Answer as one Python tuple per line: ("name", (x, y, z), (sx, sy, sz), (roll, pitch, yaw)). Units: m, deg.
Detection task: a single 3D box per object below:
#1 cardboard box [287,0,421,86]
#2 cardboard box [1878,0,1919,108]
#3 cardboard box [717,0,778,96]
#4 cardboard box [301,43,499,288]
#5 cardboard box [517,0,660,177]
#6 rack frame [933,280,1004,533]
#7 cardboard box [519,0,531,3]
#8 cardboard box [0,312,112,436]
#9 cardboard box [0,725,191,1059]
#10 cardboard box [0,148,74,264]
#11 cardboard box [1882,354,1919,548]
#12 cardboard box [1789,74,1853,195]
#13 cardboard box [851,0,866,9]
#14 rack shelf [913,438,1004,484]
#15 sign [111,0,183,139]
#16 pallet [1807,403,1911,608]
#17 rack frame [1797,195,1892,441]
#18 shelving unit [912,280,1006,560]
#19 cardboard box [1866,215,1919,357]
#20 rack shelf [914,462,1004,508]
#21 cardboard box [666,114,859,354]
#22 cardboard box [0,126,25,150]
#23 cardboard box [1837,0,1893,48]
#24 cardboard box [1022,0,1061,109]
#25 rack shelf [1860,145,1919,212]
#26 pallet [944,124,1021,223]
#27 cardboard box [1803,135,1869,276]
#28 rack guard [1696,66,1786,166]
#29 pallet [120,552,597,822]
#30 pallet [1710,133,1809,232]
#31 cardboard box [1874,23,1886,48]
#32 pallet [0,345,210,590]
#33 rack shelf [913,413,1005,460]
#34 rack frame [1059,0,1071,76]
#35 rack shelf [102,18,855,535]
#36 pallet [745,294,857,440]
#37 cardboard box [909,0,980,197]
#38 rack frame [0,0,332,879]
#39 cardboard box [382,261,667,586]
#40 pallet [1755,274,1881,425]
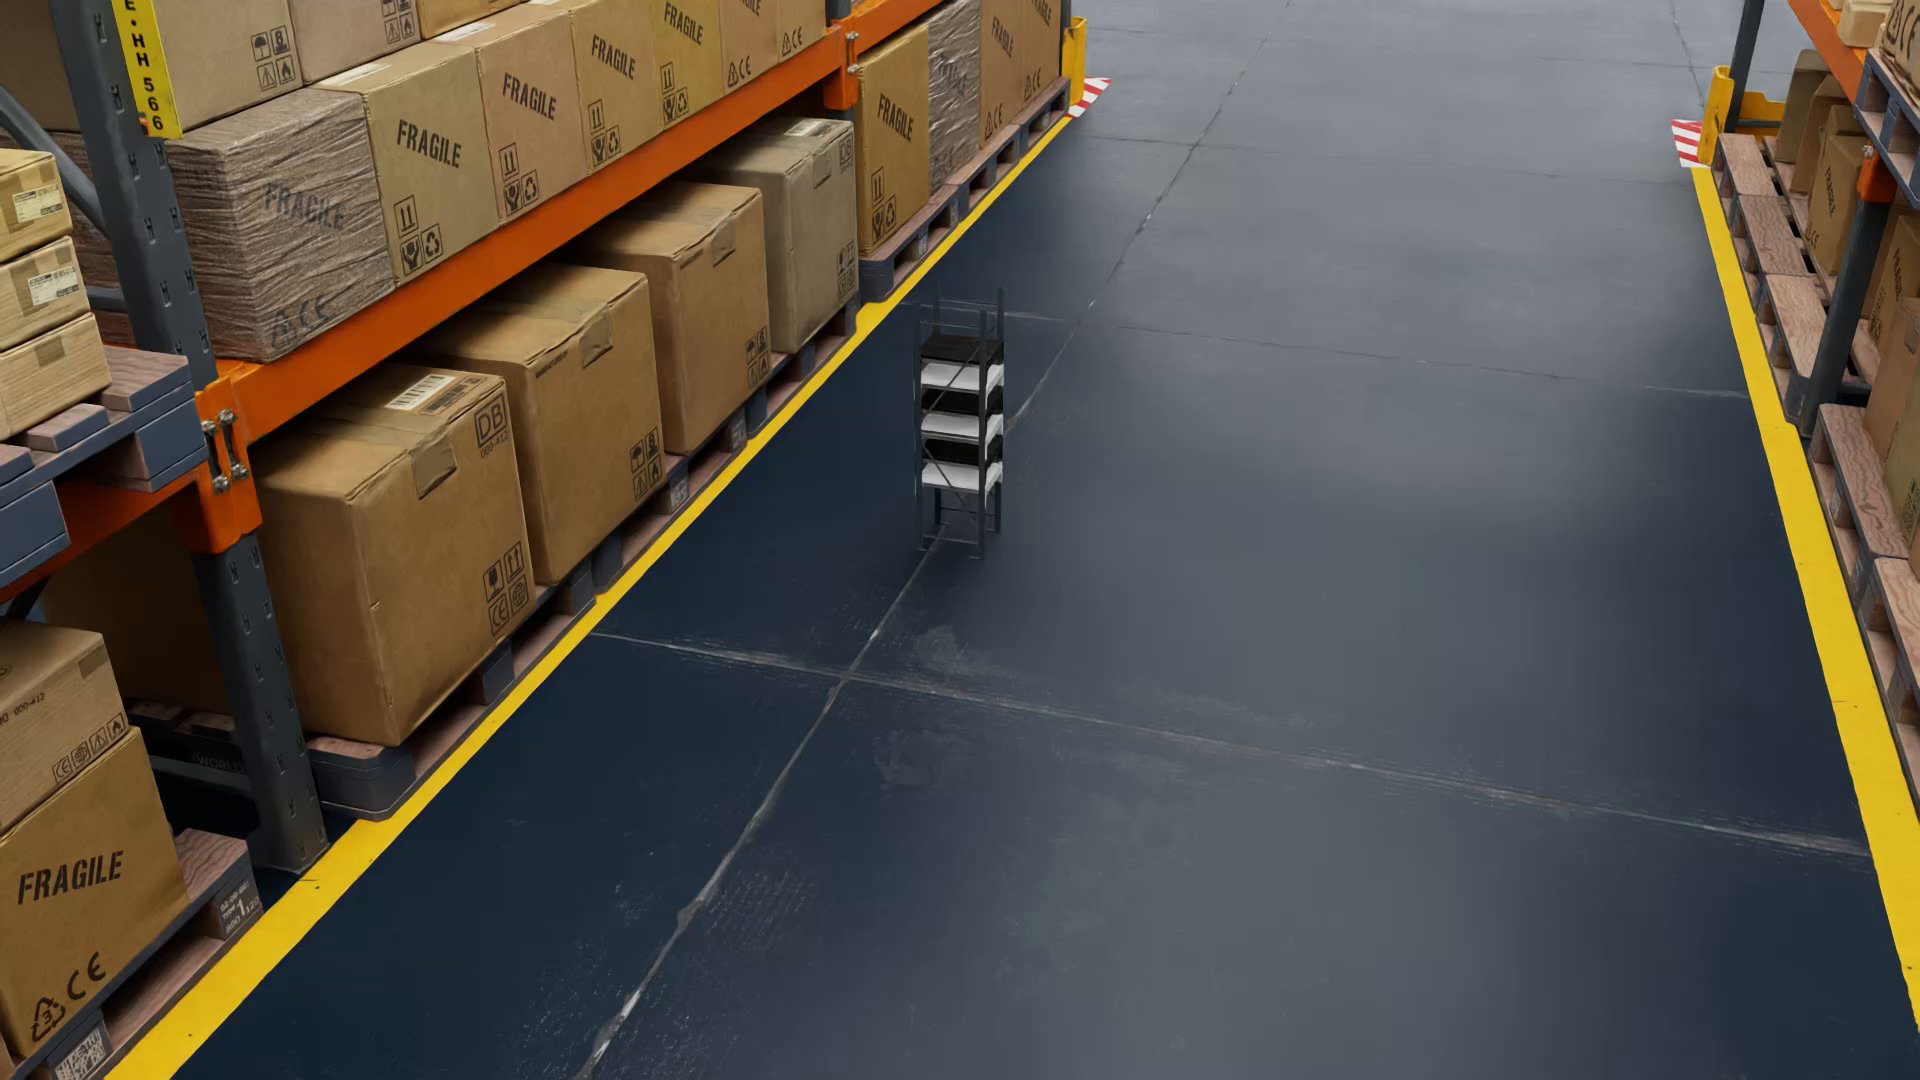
("cardboard box", (-1.839, -1.477, 4.189), (0.700, 0.500, 0.500), (8, 30, 14))
("cardboard box", (3.392, -1.755, 4.770), (1.000, 1.000, 1.000), (9, 30, 15))
("cardboard box", (-0.999, -1.941, 6.052), (0.500, 0.500, 0.500), (8, 30, 14))
("cardboard box", (-1.591, -1.005, 4.368), (0.500, 0.500, 0.500), (8, 30, 14))
("cardboard box", (-1.294, -1.470, 5.205), (0.500, 0.500, 0.500), (8, 30, 14))
("rack frame", (0.027, -0.437, 5.609), (0.240, 0.900, 0.006), (8, 30, 15))
("cardboard box", (-1.541, -1.954, 5.045), (0.700, 0.500, 0.500), (8, 30, 14))
("cardboard box", (-1.833, -0.333, 3.090), (0.380, 0.149, 0.250), (9, 30, 16))
("cardboard box", (-2.070, 0.698, 3.550), (0.500, 0.500, 0.500), (8, 30, 15))
("cardboard box", (-1.833, -0.595, 2.948), (0.380, 0.149, 0.250), (7, 30, 13))
("cardboard box", (3.400, -0.257, 5.246), (0.700, 0.500, 0.500), (8, 30, 15))
("cardboard box", (4.591, -2.038, 8.467), (0.500, 0.500, 0.500), (17, 33, 28))
("cardboard box", (-0.856, -2.652, 7.277), (0.875, 0.550, 0.550), (8, 30, 15))
("rack shelf", (-0.002, -0.282, 5.584), (0.258, 0.077, 0.200), (8, 30, 15))
("sign", (-1.606, -0.953, 3.267), (0.100, 0.325, 0.005), (8, 30, 15))
("pallet", (3.532, -0.078, 5.673), (1.003, 0.211, 1.213), (8, 30, 15))
("rack frame", (3.759, -1.659, 5.646), (1.000, 3.000, 0.127), (8, 30, 15))
("shelving unit", (-0.002, -0.389, 5.524), (0.258, 0.900, 0.210), (8, 30, 15))
("cardboard box", (3.914, -0.930, 6.475), (0.500, 0.500, 0.500), (8, 30, 13))
("rack shelf", (-0.002, -0.203, 5.628), (0.258, 0.077, 0.200), (8, 30, 15))
("cardboard box", (-1.049, -1.312, 6.906), (1.050, 0.750, 0.750), (8, 30, 15))
("cardboard box", (-2.252, -0.846, 4.082), (0.500, 0.500, 0.500), (8, 30, 15))
("cardboard box", (3.721, -2.045, 6.599), (0.380, 0.149, 0.250), (8, 30, 15))
("cardboard box", (0.085, -3.203, 10.175), (0.875, 0.875, 0.875), (9, 30, 15))
("rack shelf", (3.172, -0.415, 4.150), (1.077, 0.370, 4.000), (8, 30, 15))
("pallet", (-0.299, -2.106, 9.318), (1.003, 0.211, 1.213), (8, 30, 15))
("cardboard box", (4.182, -1.497, 7.495), (0.500, 0.500, 0.500), (6, 30, 10))
("rack guard", (4.910, -2.390, 9.532), (1.175, 0.500, 0.348), (8, 30, 15))
("pallet", (-1.824, 0.309, 4.978), (1.003, 0.211, 1.213), (8, 30, 15))
("pallet", (4.638, -1.891, 8.932), (1.003, 0.211, 1.213), (8, 30, 15))
("cardboard box", (3.623, -1.805, 6.168), (0.380, 0.149, 0.250), (8, 30, 15))
("pallet", (-2.235, -0.124, 3.085), (1.213, 0.211, 1.003), (8, 30, 15))
("rack shelf", (-0.002, -0.360, 5.541), (0.258, 0.077, 0.200), (8, 30, 15))
("rack frame", (0.221, -4.272, 10.344), (1.000, 3.000, 0.127), (8, 30, 15))
("rack shelf", (-1.540, -1.169, 5.507), (1.077, 0.370, 4.000), (8, 30, 15))
("pallet", (-1.108, -0.825, 7.016), (1.003, 0.211, 1.213), (8, 30, 15))
("cardboard box", (-0.441, -2.370, 8.678), (0.875, 0.875, 0.875), (9, 30, 15))
("rack frame", (-2.127, -0.554, 3.661), (1.000, 3.000, 0.127), (8, 30, 15))
("cardboard box", (-1.609, -0.432, 5.323), (1.050, 0.750, 0.750), (9, 30, 16))
("pallet", (3.922, -0.757, 6.894), (1.003, 0.211, 1.213), (8, 30, 15))
